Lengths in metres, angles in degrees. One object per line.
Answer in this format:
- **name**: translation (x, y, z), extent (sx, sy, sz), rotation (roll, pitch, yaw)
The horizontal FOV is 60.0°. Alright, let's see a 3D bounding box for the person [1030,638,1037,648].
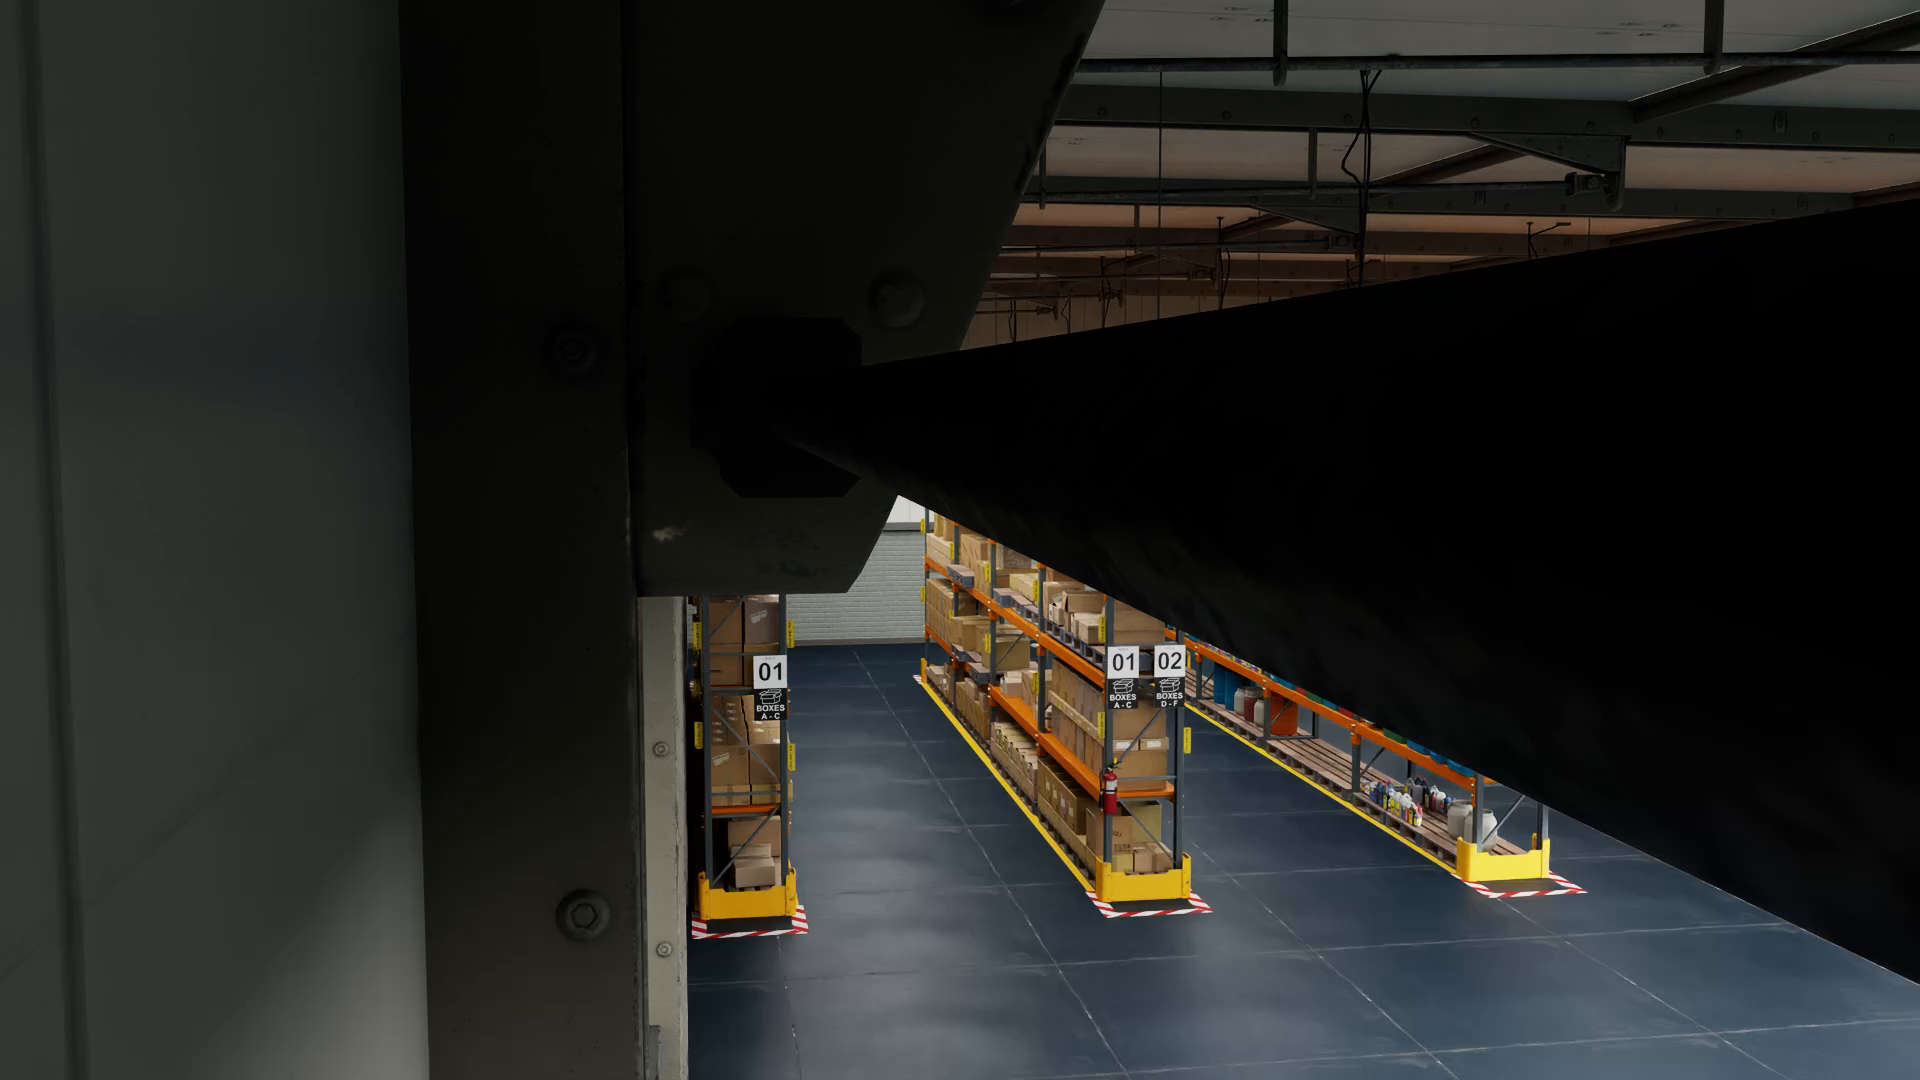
- **person**: translation (1.962, 1.902, 41.490), extent (0.438, 1.611, 0.468), rotation (-2, 6, -25)
